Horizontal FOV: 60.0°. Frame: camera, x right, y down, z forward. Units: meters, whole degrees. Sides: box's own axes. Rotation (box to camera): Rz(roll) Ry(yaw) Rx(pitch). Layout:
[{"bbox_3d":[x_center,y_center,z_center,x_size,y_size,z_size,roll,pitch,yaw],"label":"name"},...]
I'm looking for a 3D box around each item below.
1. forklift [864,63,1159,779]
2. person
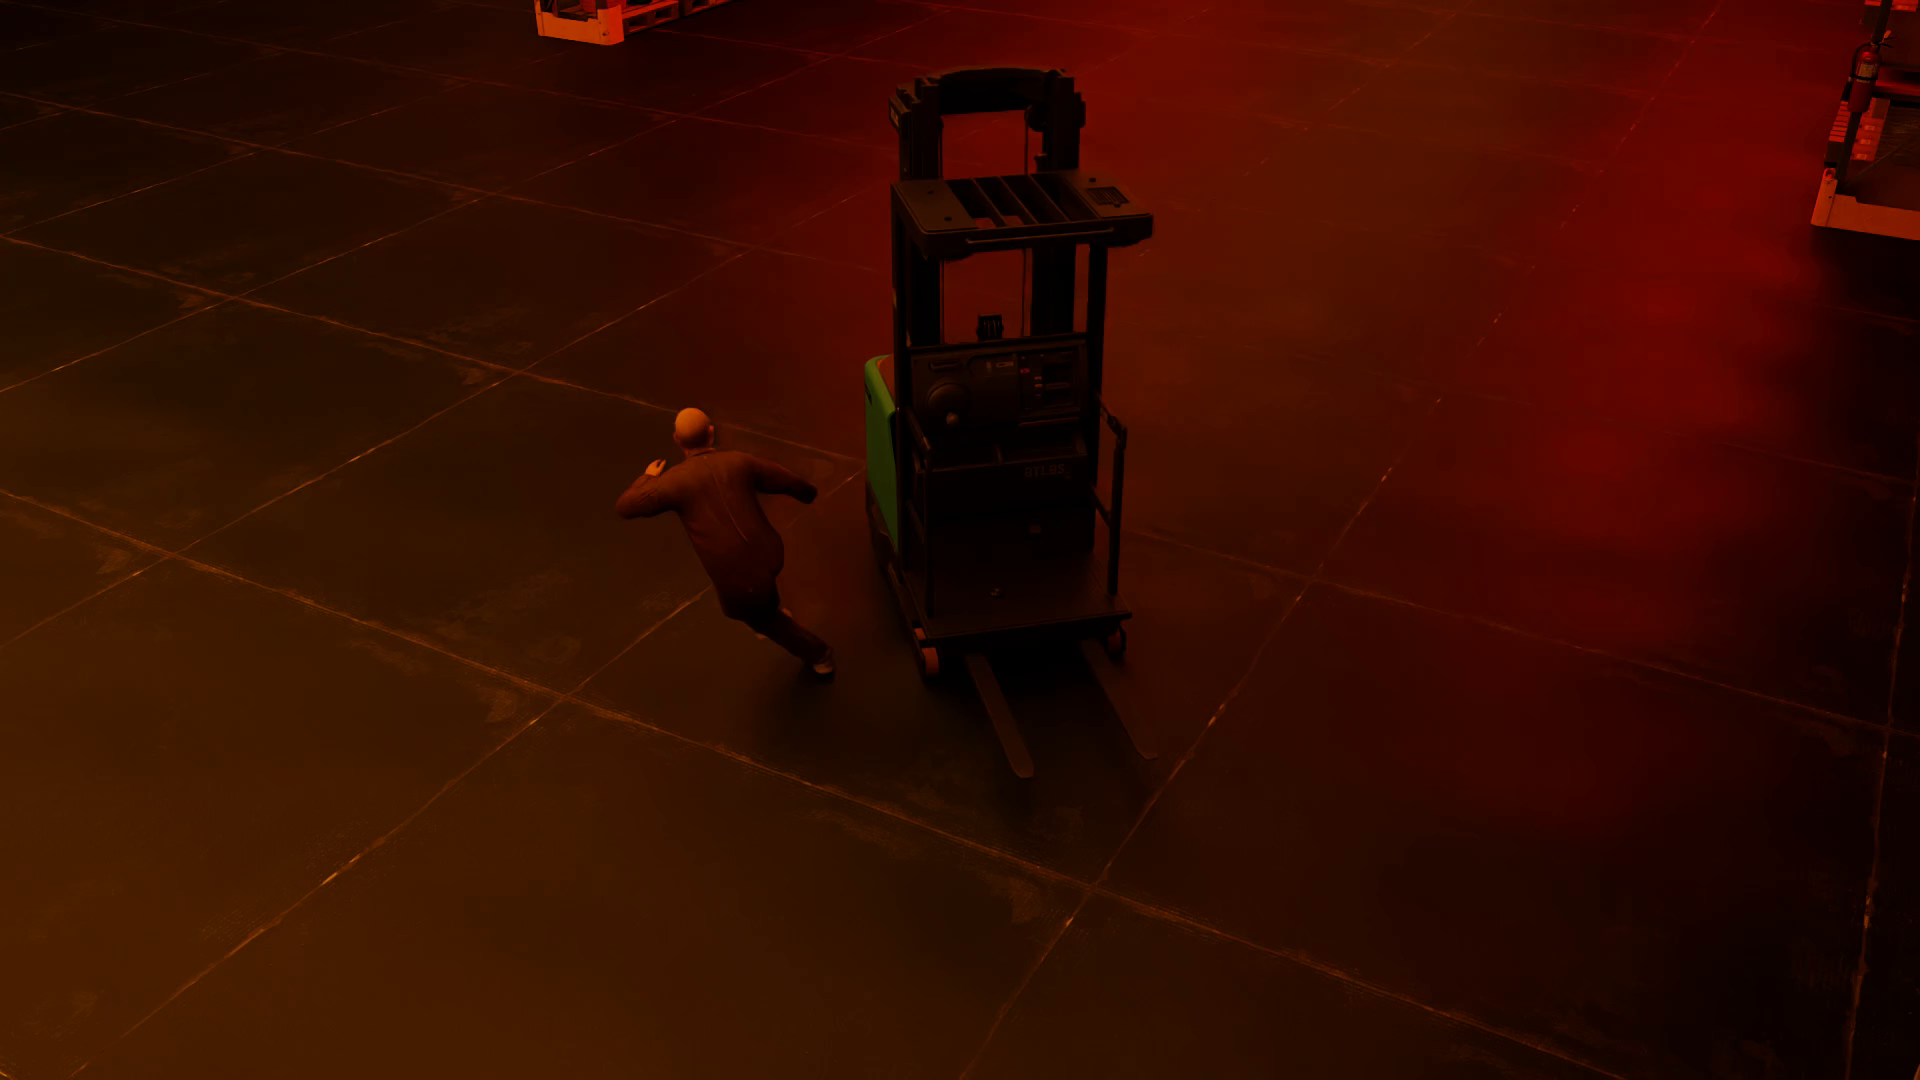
[{"bbox_3d":[0.261,-0.753,8.375,1.130,2.935,3.031,-7,31,-11],"label":"forklift"},{"bbox_3d":[-1.169,0.004,8.479,1.033,1.544,0.906,-24,38,-35],"label":"person"}]
